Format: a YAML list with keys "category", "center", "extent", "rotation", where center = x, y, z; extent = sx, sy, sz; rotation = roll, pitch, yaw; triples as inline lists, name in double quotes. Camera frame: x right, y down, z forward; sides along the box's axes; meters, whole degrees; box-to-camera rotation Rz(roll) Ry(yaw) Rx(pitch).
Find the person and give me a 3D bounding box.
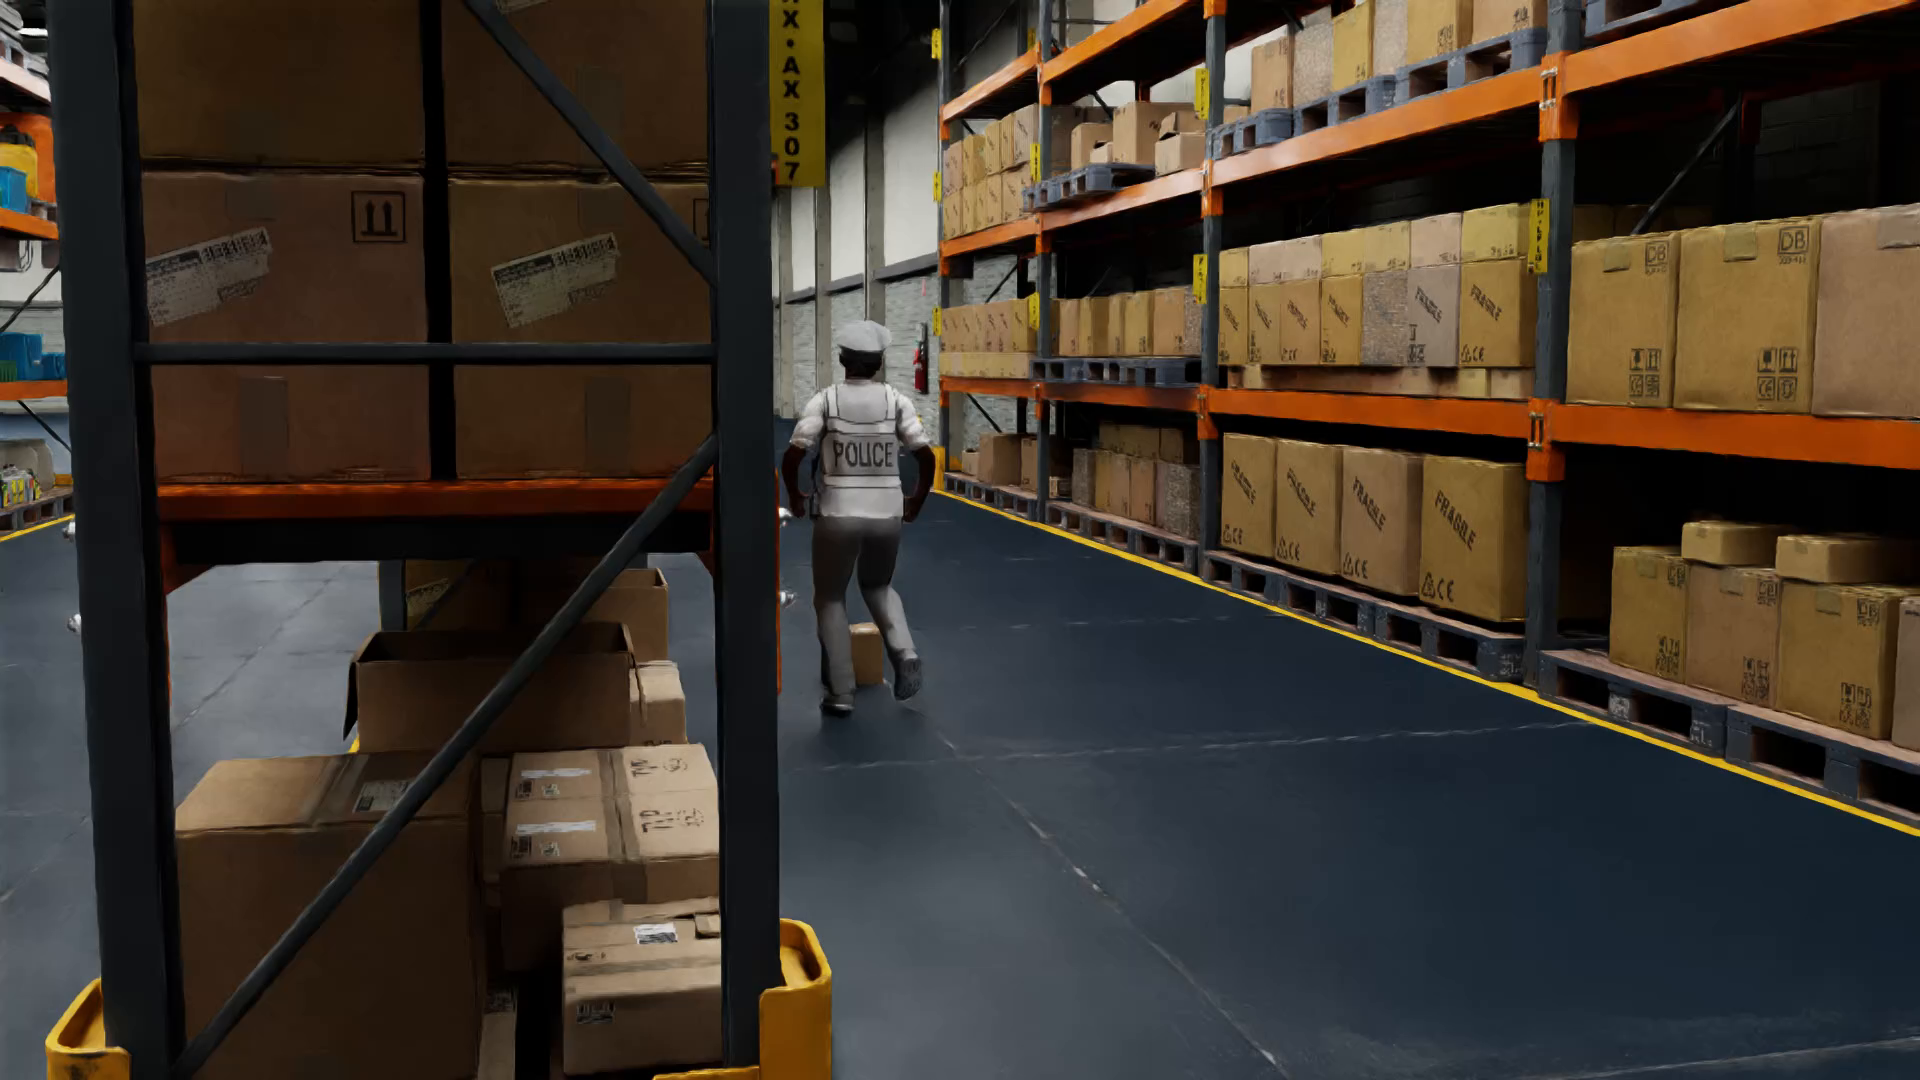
- category: "person"
  center: [-0.457, -0.097, 7.084]
  extent: [0.639, 1.672, 0.467]
  rotation: [-2, 7, -19]
